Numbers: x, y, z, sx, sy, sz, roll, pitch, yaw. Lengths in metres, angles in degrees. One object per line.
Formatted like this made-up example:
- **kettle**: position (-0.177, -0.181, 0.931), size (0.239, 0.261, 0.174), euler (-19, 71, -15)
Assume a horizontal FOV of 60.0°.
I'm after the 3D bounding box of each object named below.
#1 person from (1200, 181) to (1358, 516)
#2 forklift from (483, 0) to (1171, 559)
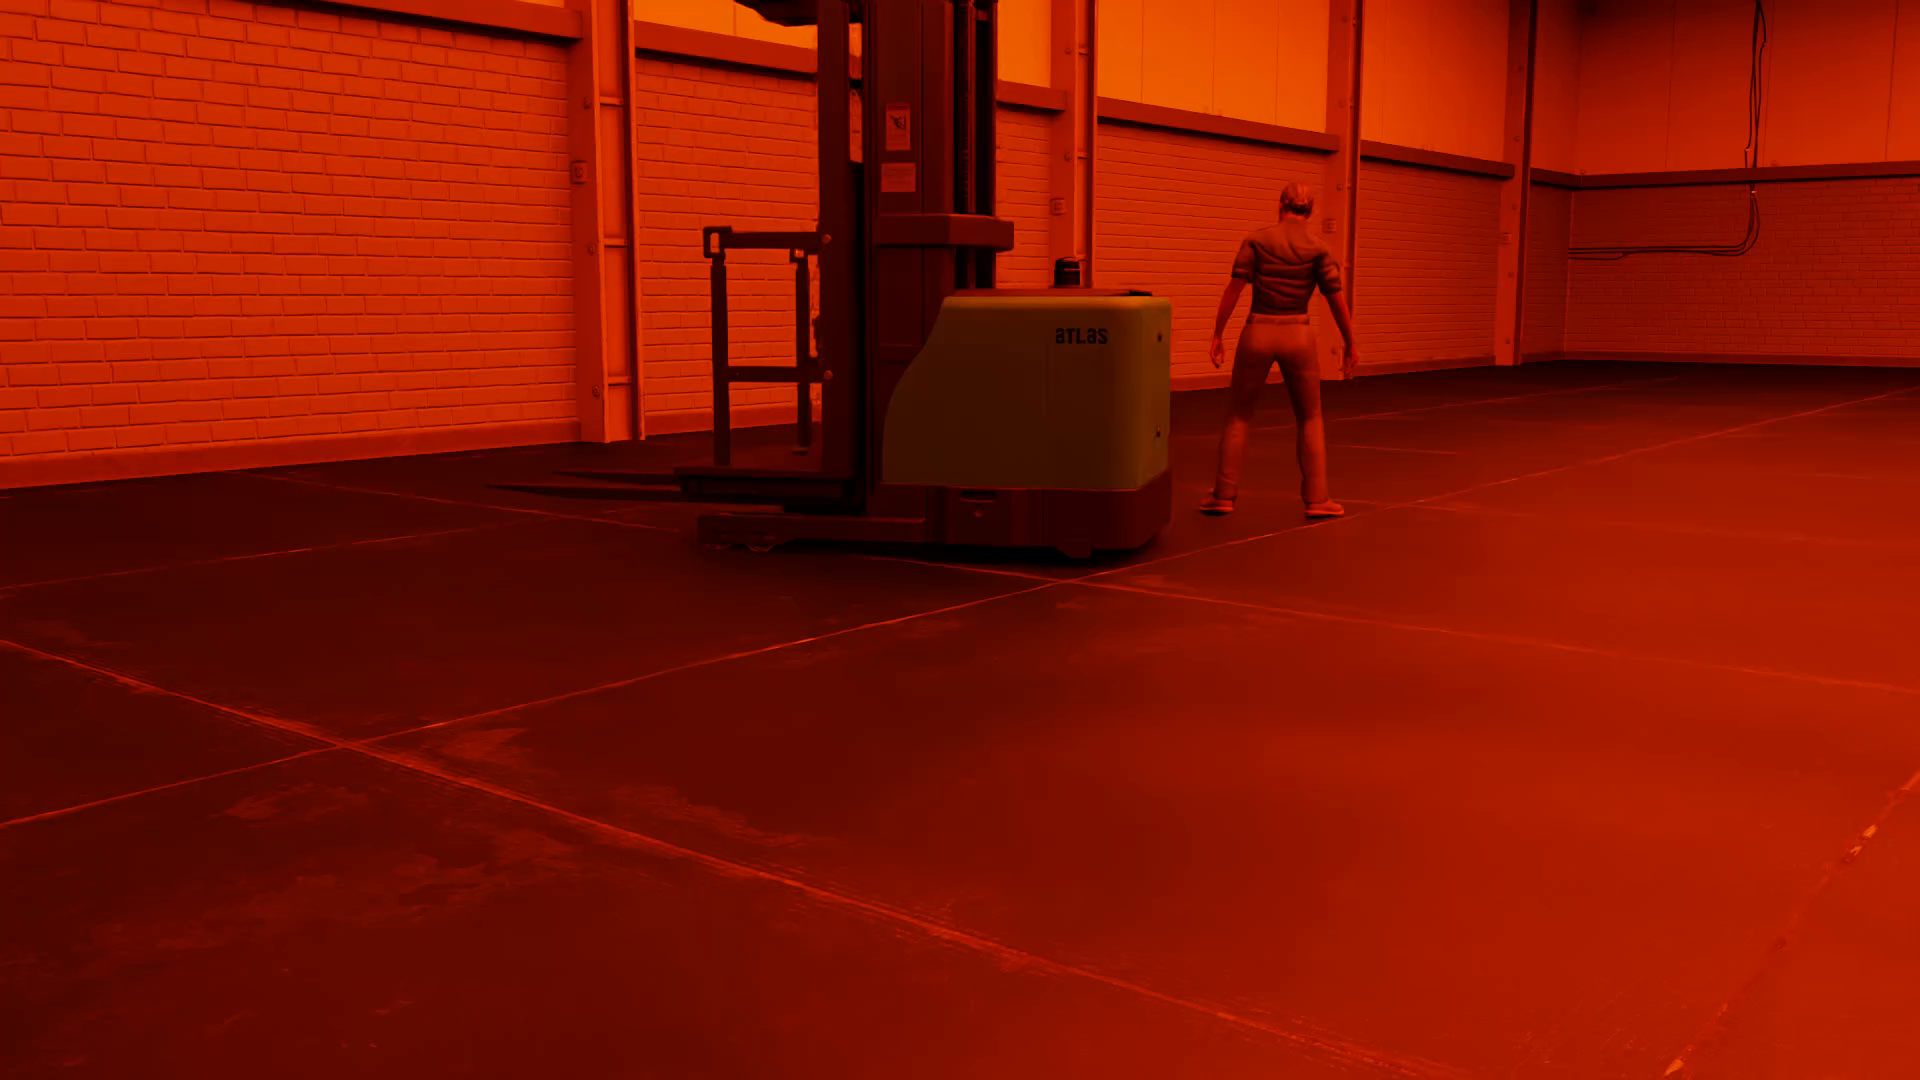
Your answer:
- **person**: position (1.566, -0.930, 8.160), size (0.757, 1.637, 0.304), euler (2, 9, 13)
- **forklift**: position (-0.623, -1.467, 7.307), size (3.031, 2.935, 1.130), euler (2, 9, 15)
